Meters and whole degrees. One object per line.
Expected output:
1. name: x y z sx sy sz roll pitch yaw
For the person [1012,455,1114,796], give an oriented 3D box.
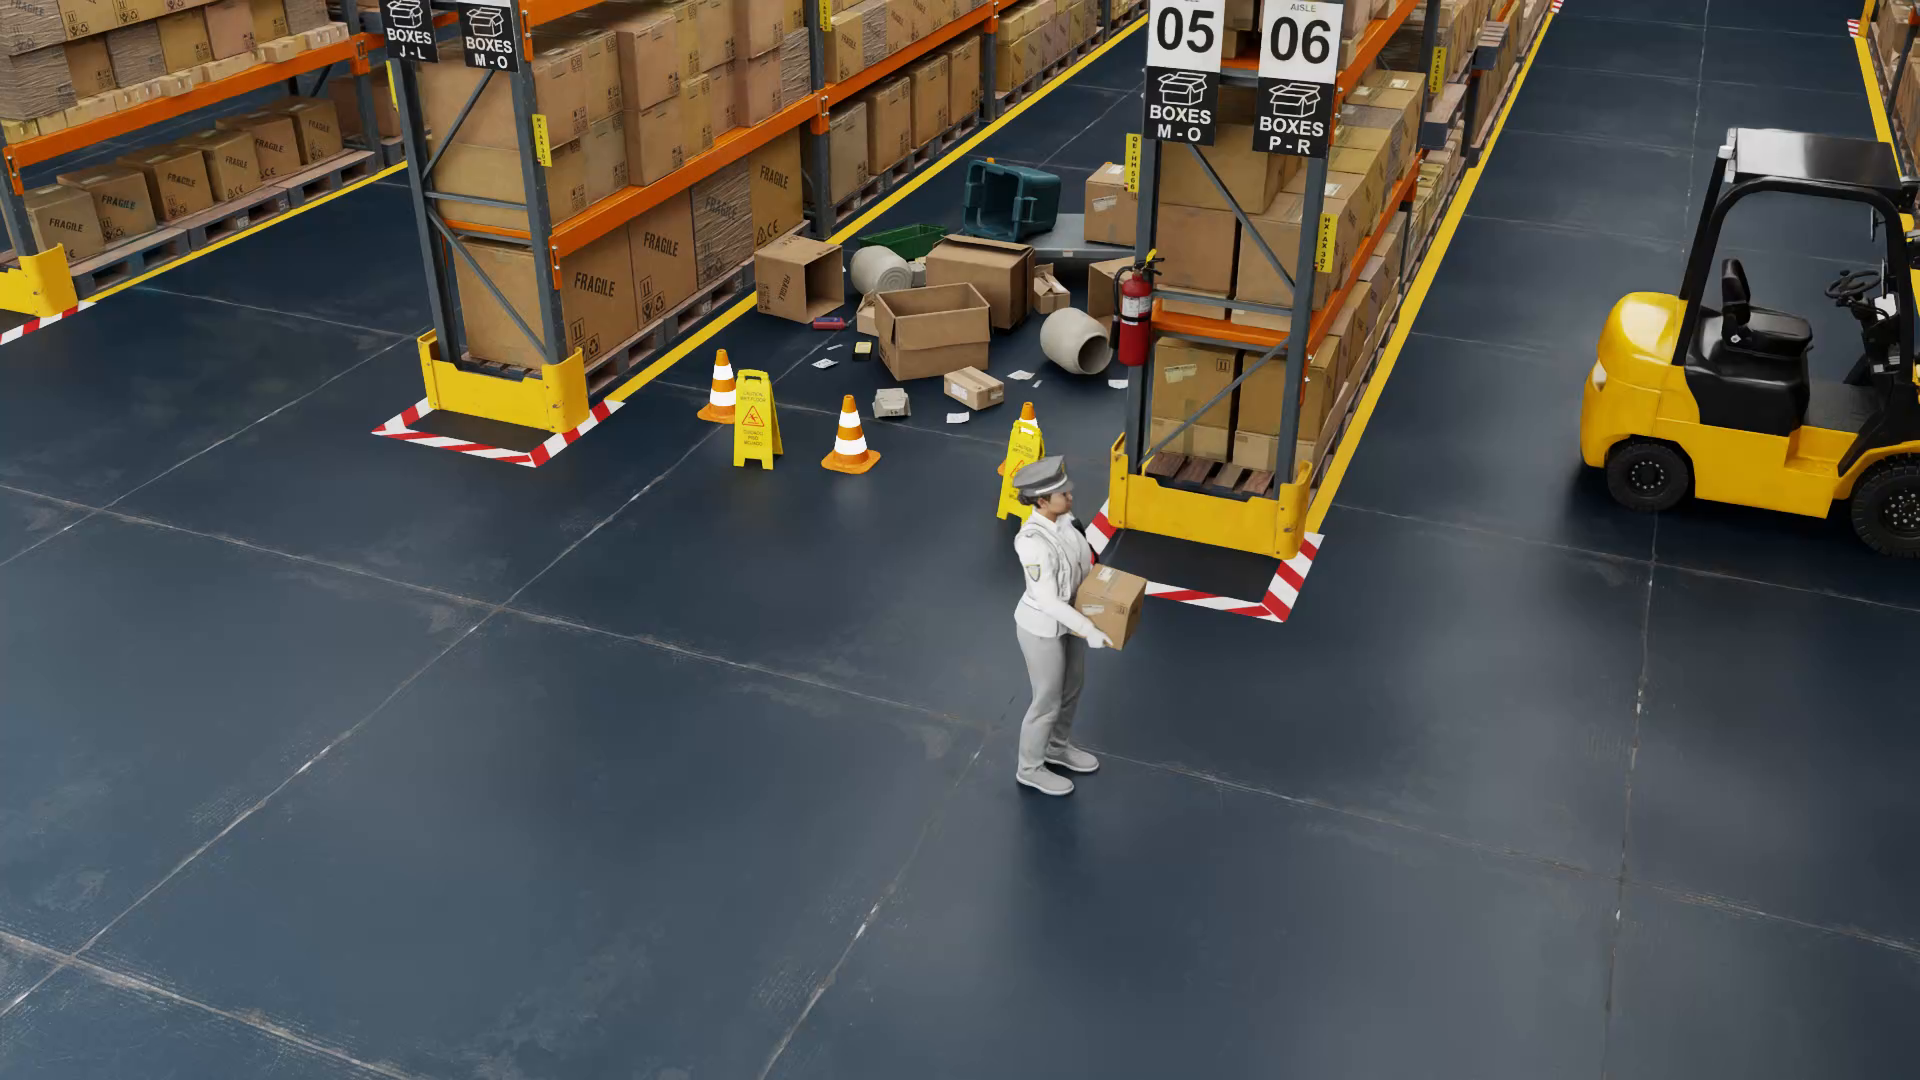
1. person: 0.489 0.405 7.663 0.546 1.687 0.459 12 32 20
